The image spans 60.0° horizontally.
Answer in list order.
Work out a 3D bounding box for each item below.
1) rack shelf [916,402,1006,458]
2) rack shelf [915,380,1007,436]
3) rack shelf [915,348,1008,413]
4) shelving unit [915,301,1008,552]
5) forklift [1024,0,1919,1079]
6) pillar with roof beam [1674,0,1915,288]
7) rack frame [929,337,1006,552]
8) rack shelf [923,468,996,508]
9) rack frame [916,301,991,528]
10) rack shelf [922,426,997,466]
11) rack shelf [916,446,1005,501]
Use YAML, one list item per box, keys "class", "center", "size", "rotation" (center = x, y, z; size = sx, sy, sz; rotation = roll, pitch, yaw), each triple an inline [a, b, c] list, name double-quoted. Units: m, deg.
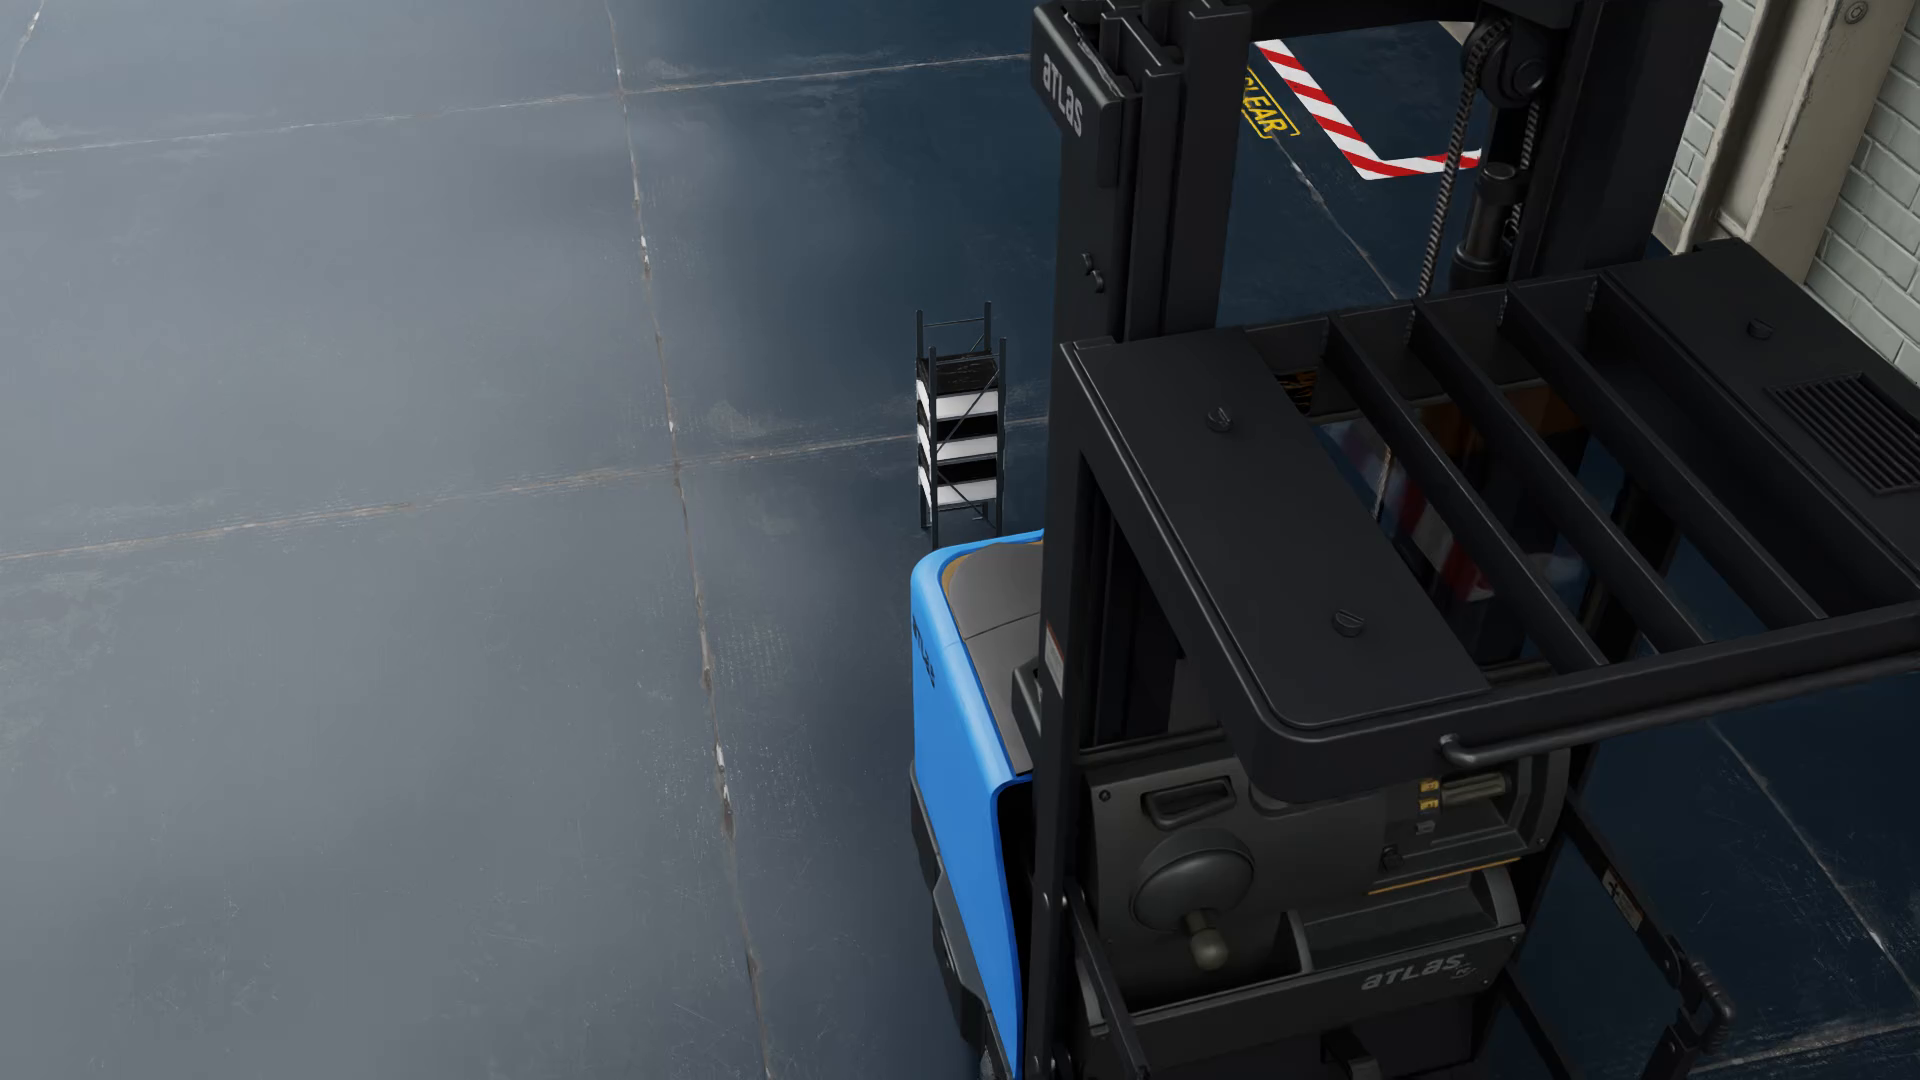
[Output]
- class: "rack shelf"
  center: [0.002, -0.374, 5.408]
  size: [0.258, 0.077, 0.200]
  rotation: [-8, 42, -9]
- class: "rack shelf"
  center: [0.002, -0.441, 5.348]
  size: [0.258, 0.077, 0.200]
  rotation: [-8, 42, -9]
- class: "rack shelf"
  center: [0.002, -0.508, 5.288]
  size: [0.258, 0.077, 0.200]
  rotation: [-8, 42, -9]
- class: "shelving unit"
  center: [0.002, -0.331, 5.445]
  size: [0.258, 0.900, 0.210]
  rotation: [-8, 42, -9]
- class: "forklift"
  center: [0.731, 0.599, 2.868]
  size: [1.110, 2.935, 3.031]
  rotation: [-10, 43, -11]
- class: "pillar with roof beam"
  center: [-1.145, -3.612, 3.041]
  size: [9.100, 9.000, 0.400]
  rotation: [-8, 42, -9]
- class: "rack frame"
  center: [0.024, -0.265, 5.371]
  size: [0.240, 0.900, 0.006]
  rotation: [-8, 42, -9]
- class: "rack shelf"
  center: [0.002, -0.187, 5.573]
  size: [0.221, 0.026, 0.190]
  rotation: [-8, 42, -9]
- class: "rack frame"
  center: [-0.020, -0.397, 5.520]
  size: [0.240, 0.900, 0.006]
  rotation: [-8, 42, -9]
- class: "rack shelf"
  center: [0.002, -0.322, 5.454]
  size: [0.221, 0.026, 0.190]
  rotation: [-8, 42, -9]
- class: "rack shelf"
  center: [0.002, -0.239, 5.527]
  size: [0.258, 0.077, 0.200]
  rotation: [-8, 42, -9]
